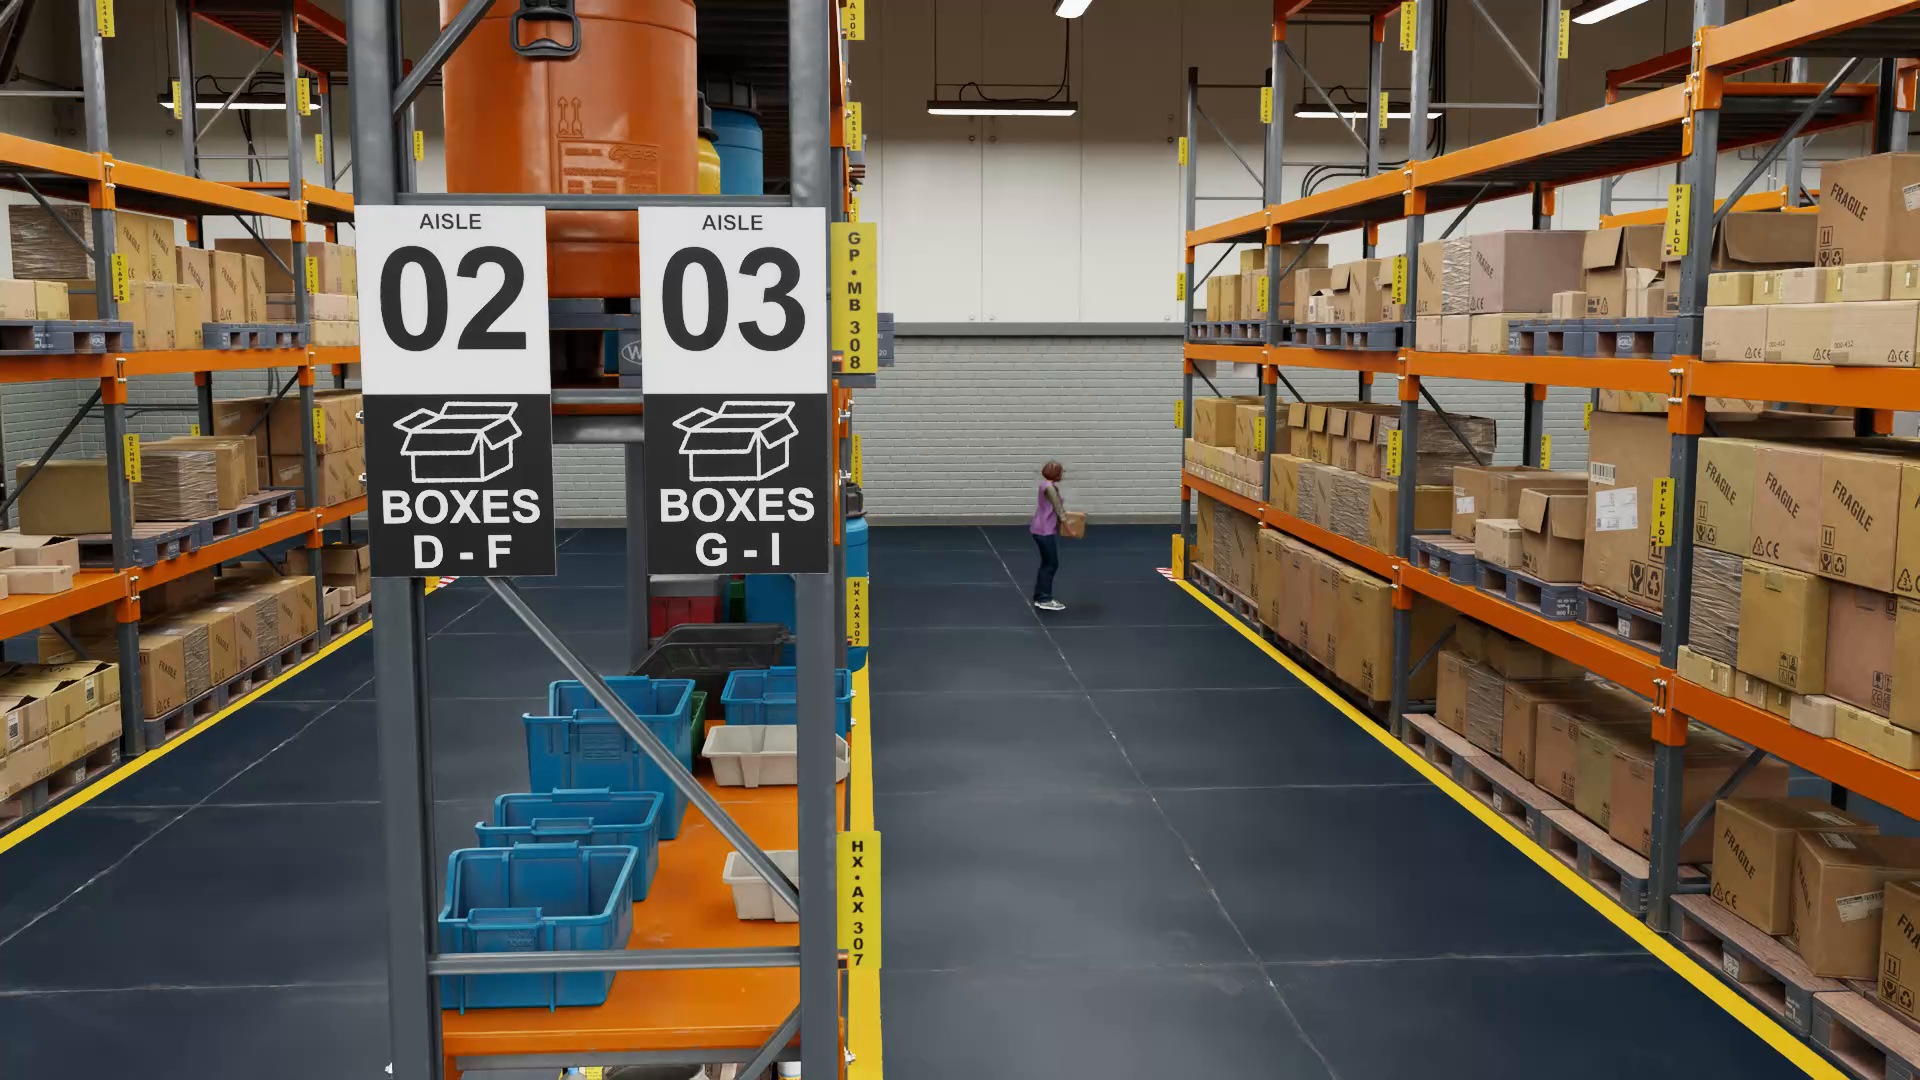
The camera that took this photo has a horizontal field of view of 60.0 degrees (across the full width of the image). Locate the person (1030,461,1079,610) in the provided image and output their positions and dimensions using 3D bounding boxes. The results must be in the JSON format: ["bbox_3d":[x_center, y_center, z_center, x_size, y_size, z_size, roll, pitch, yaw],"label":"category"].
[{"bbox_3d":[1.004,-0.055,17.780,0.512,1.594,0.374,-1,7,-5],"label":"person"}]
